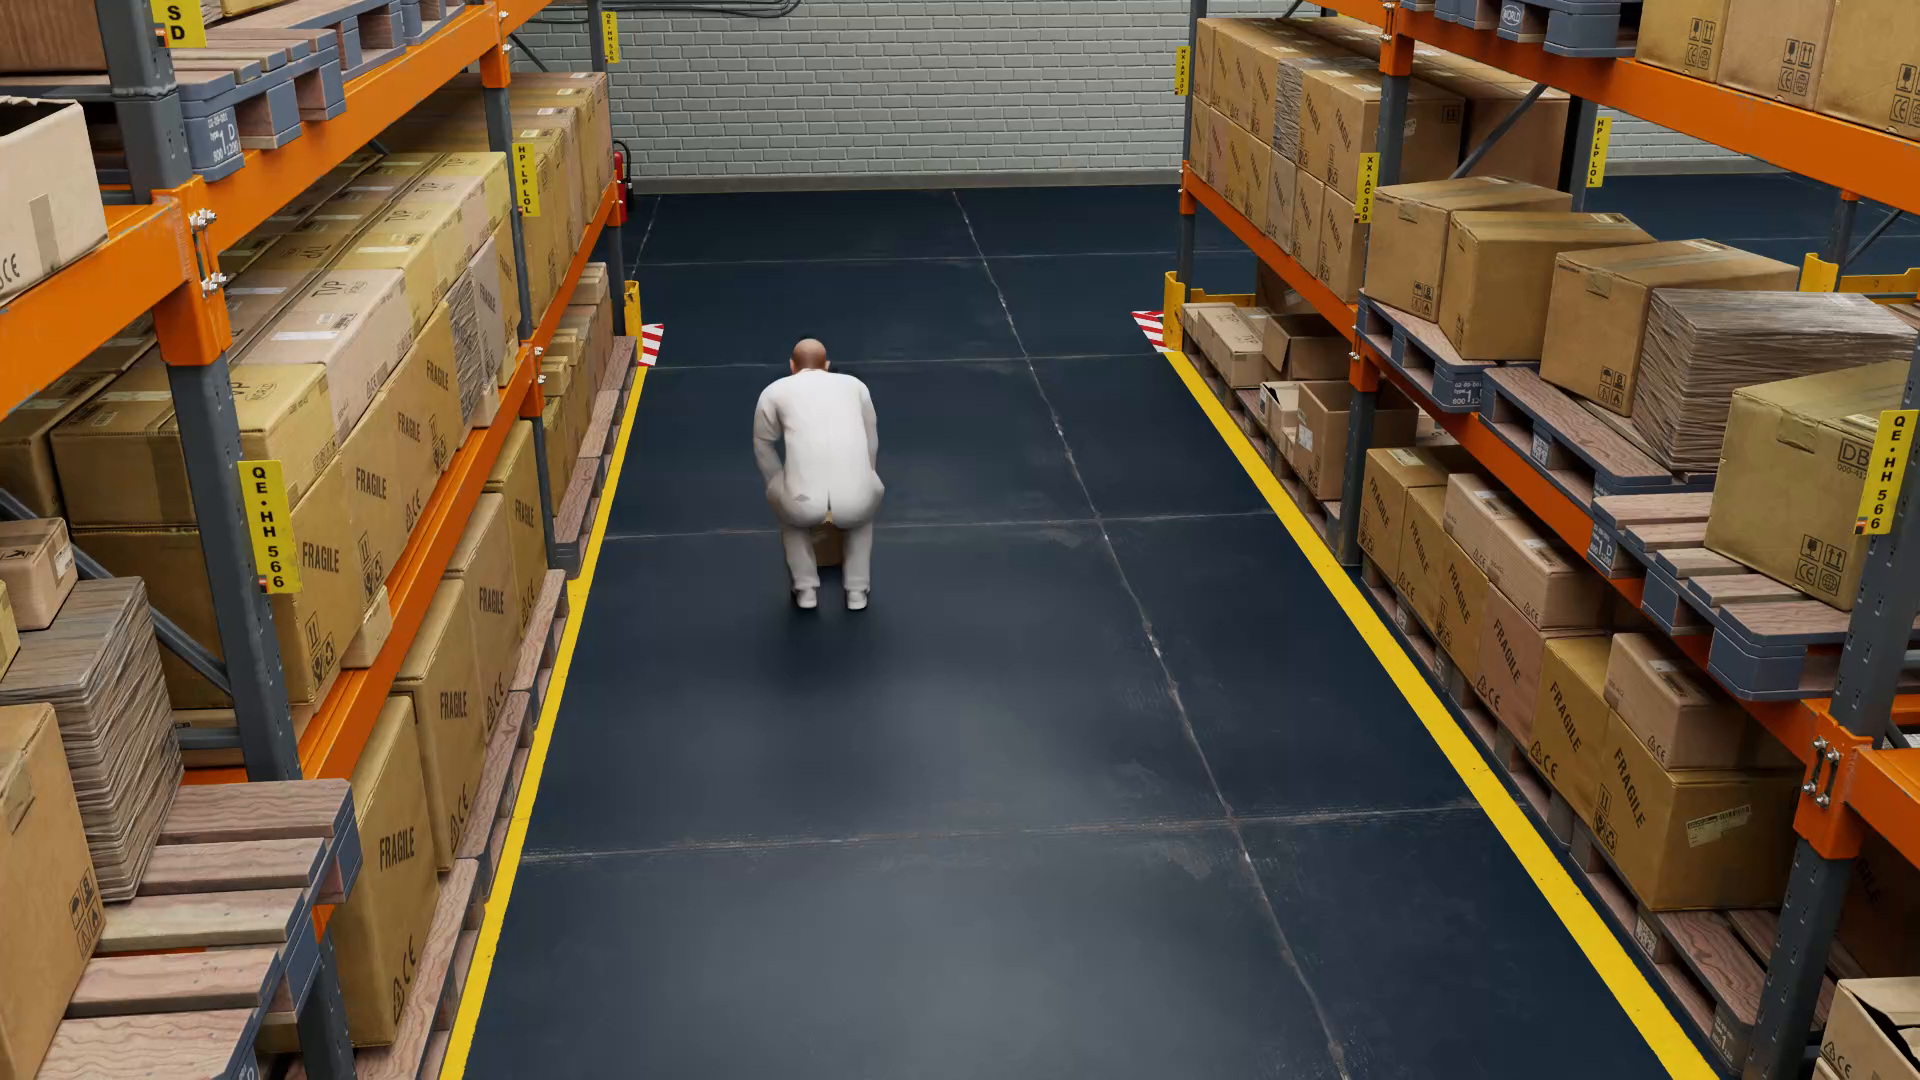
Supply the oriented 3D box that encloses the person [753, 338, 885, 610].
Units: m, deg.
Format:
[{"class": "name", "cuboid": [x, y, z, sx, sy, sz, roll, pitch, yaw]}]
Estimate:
[{"class": "person", "cuboid": [-0.678, -0.299, 8.025, 0.628, 1.211, 0.814, -2, 24, -5]}]
